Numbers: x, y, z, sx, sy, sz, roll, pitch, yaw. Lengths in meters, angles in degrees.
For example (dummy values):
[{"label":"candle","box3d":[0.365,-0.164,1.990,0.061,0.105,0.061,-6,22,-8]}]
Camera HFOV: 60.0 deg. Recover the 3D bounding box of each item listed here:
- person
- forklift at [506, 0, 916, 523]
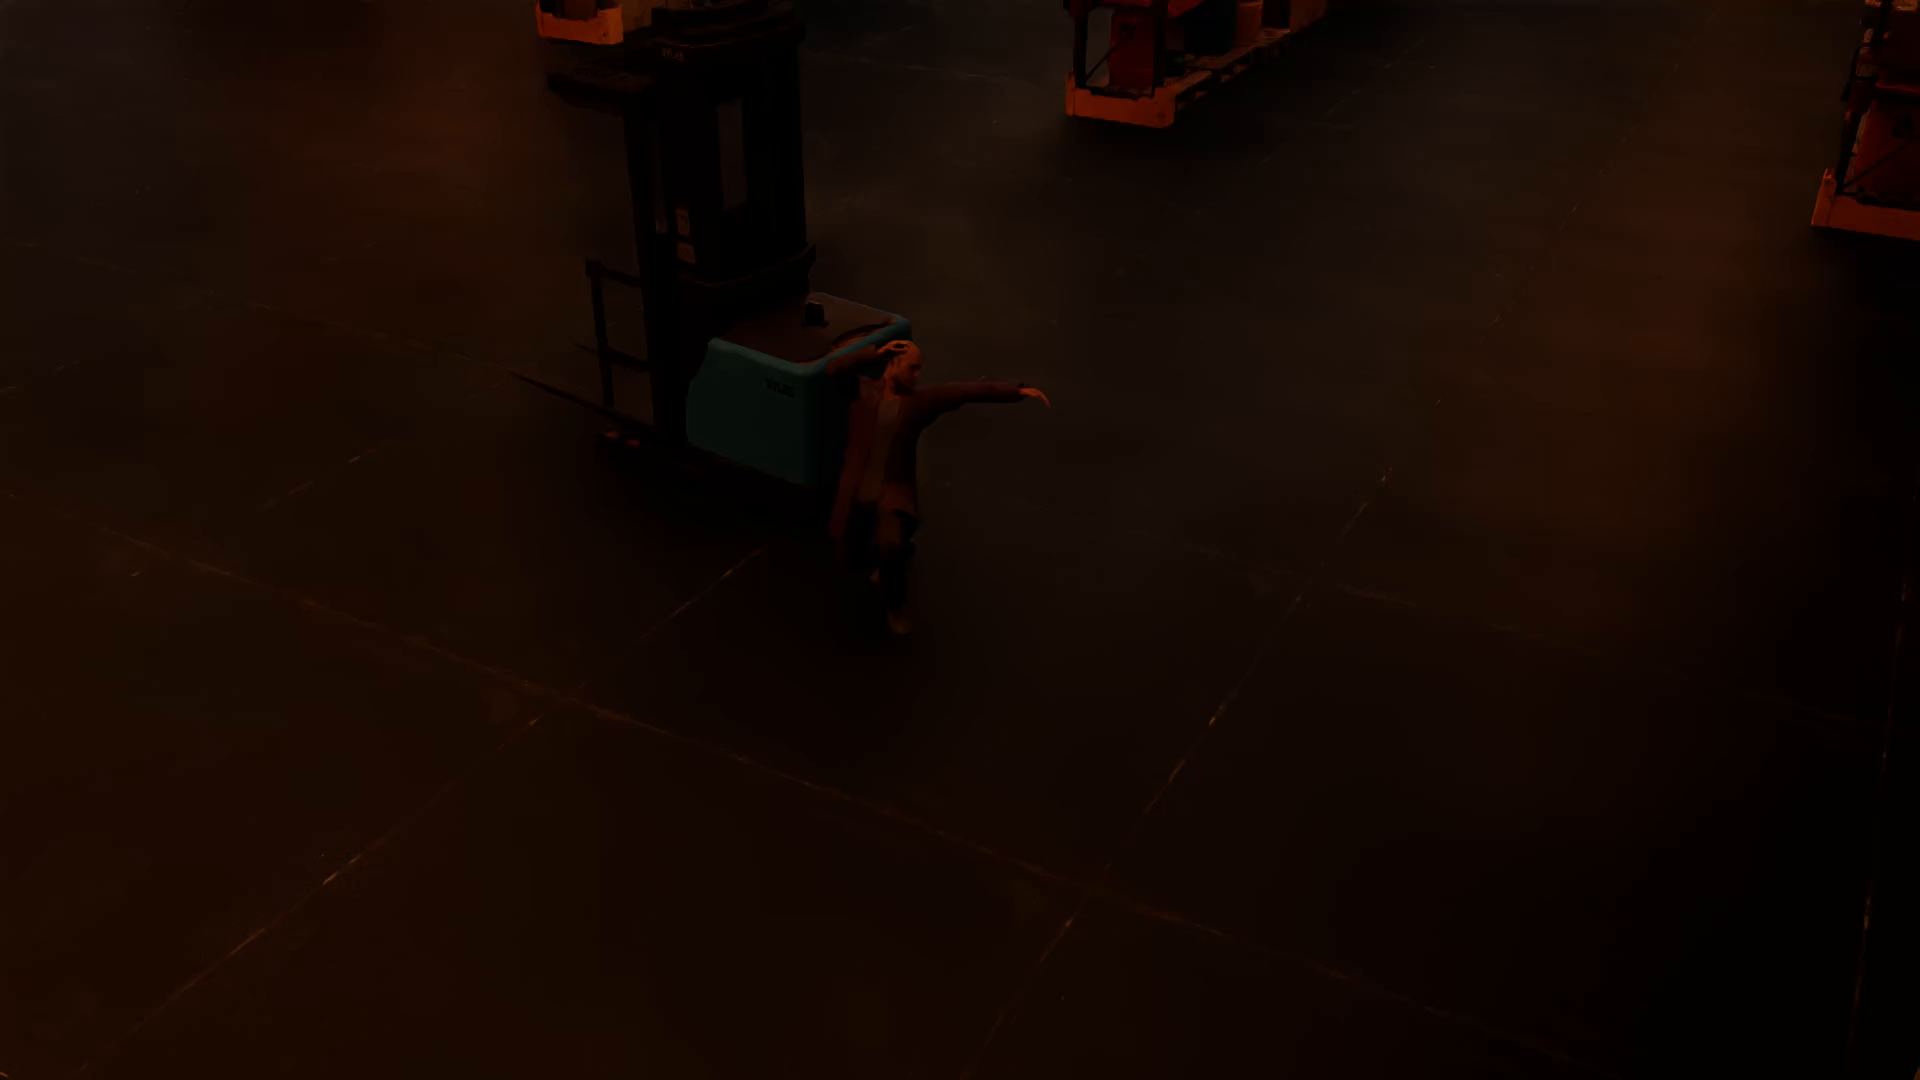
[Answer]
[{"label":"person","box3d":[-0.157,-0.312,8.977,1.169,1.641,0.893,6,31,11]},{"label":"forklift","box3d":[-1.769,-1.955,10.458,3.031,2.935,1.130,21,36,31]}]
